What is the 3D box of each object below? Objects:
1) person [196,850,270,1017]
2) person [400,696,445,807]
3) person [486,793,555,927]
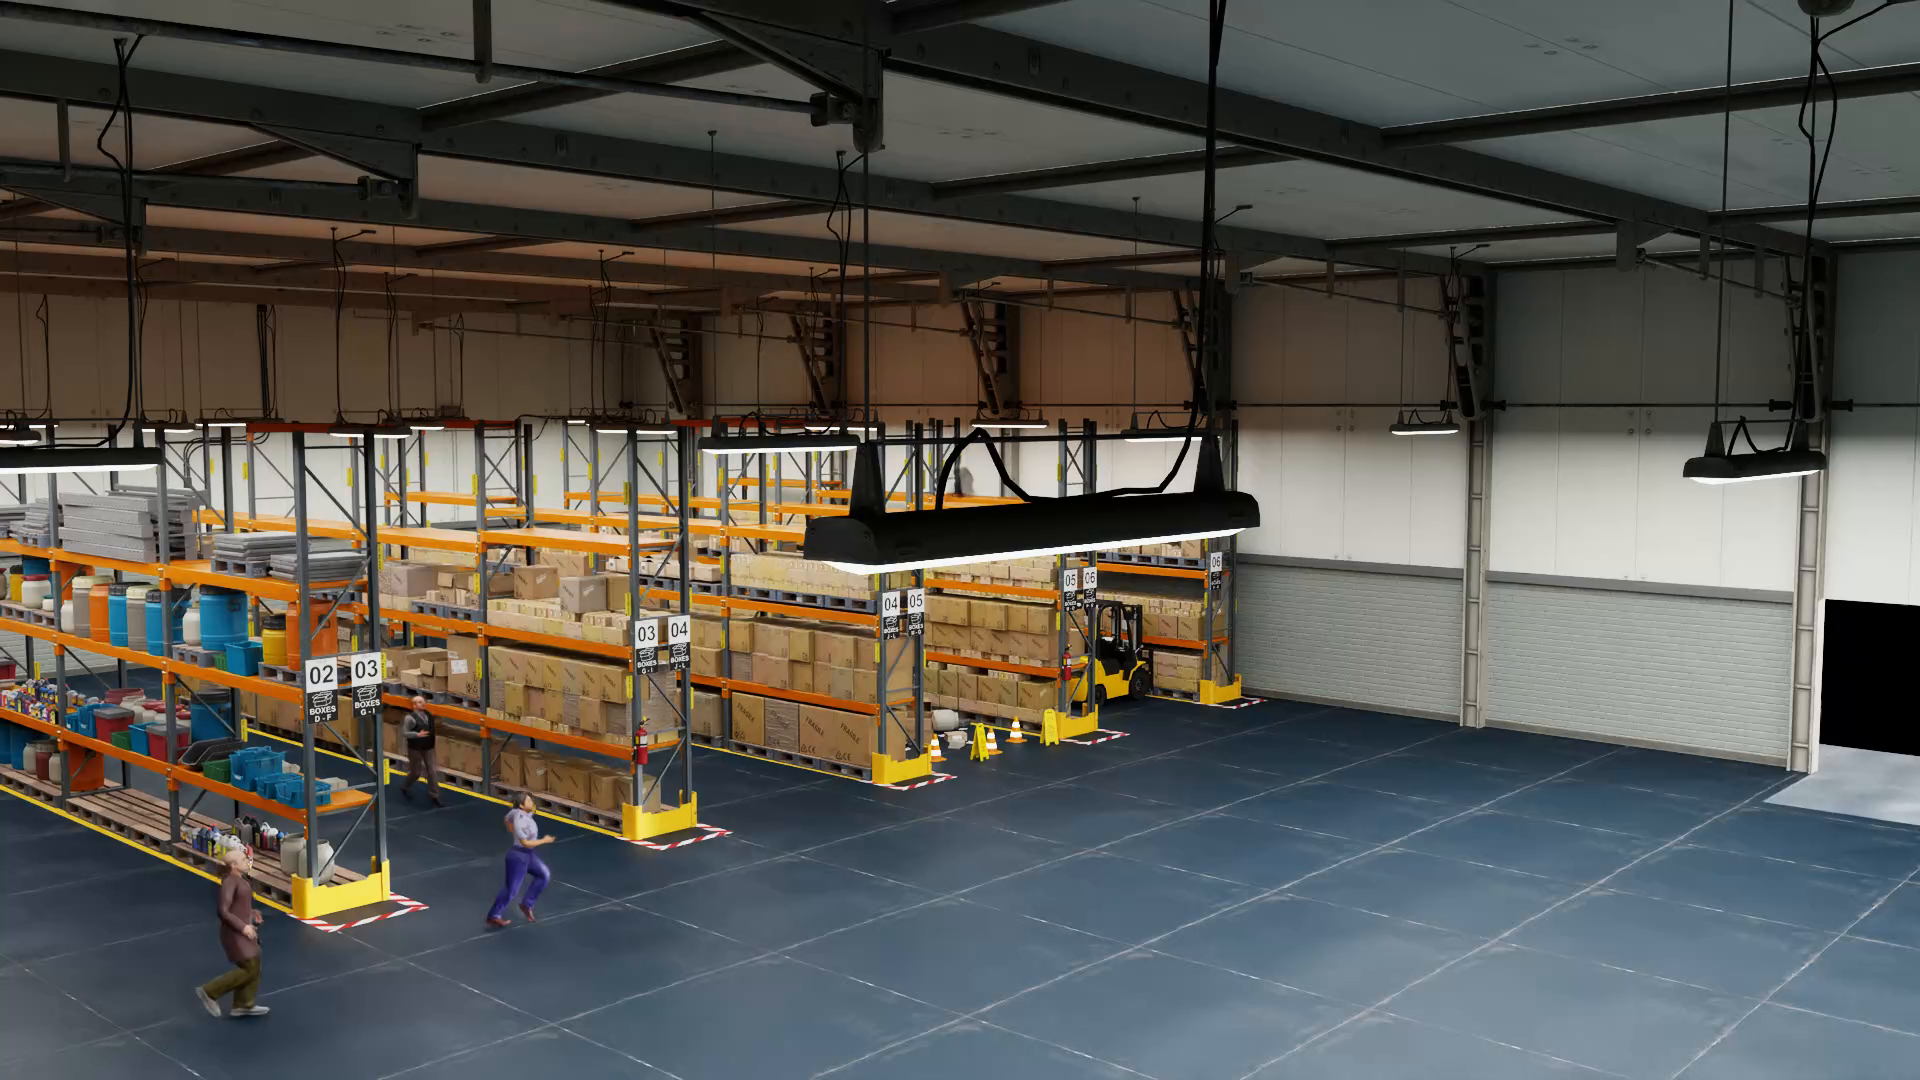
[{"bbox_3d":[-7.518,4.061,17.152,0.683,1.754,0.736,-2,5,-19],"label":"person"},{"bbox_3d":[-8.482,3.308,26.168,0.950,1.724,0.657,4,6,38],"label":"person"},{"bbox_3d":[-5.322,3.865,20.173,0.834,1.636,0.612,-1,5,-6],"label":"person"}]
